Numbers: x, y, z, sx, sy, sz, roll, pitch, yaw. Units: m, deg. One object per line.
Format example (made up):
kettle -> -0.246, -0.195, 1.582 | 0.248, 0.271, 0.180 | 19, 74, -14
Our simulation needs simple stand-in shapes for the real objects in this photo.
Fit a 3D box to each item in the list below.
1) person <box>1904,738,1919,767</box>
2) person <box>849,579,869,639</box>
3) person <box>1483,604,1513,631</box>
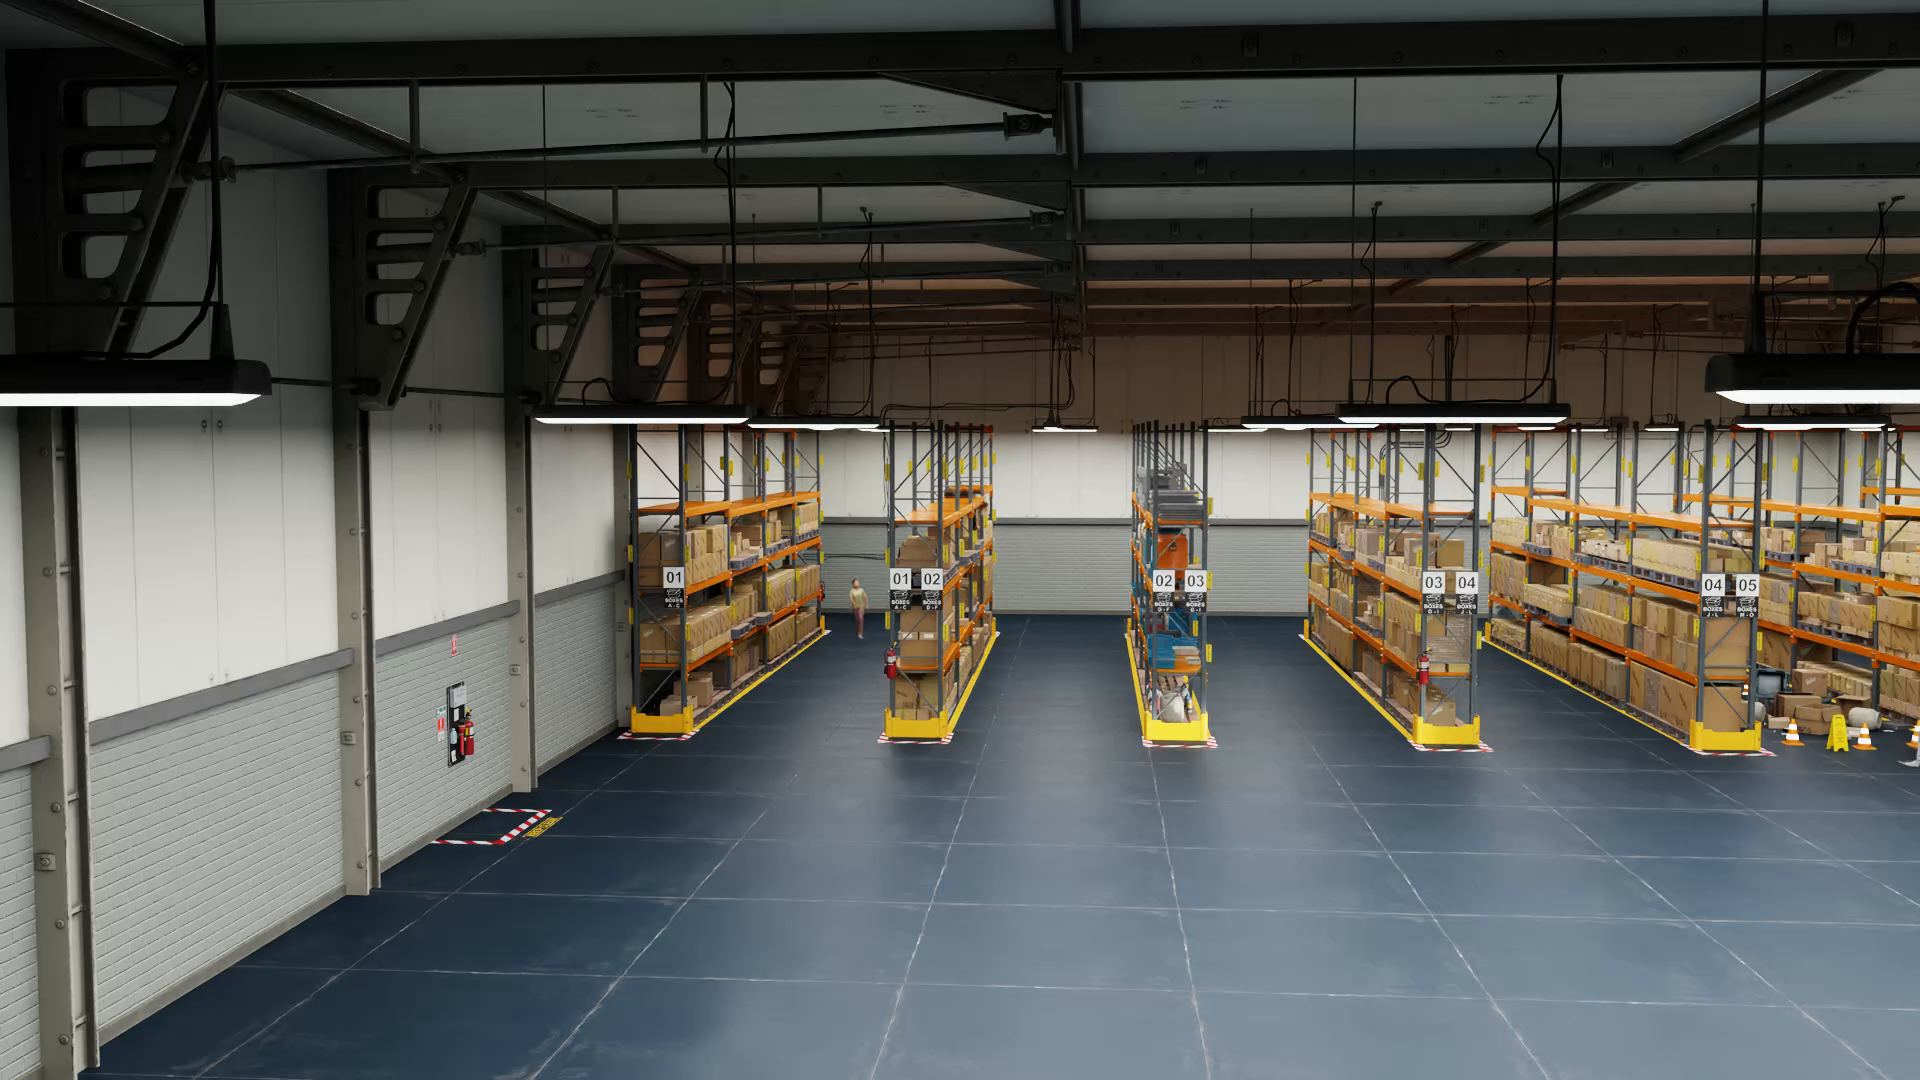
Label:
person -> 16.752, 3.089, 28.515 | 0.990, 1.645, 0.450 | -1, 4, -12
person -> -2.868, 1.932, 47.009 | 0.515, 1.639, 0.832 | 0, 4, 5
person -> 15.497, 1.839, 47.474 | 1.063, 1.699, 0.621 | 2, 4, 24
